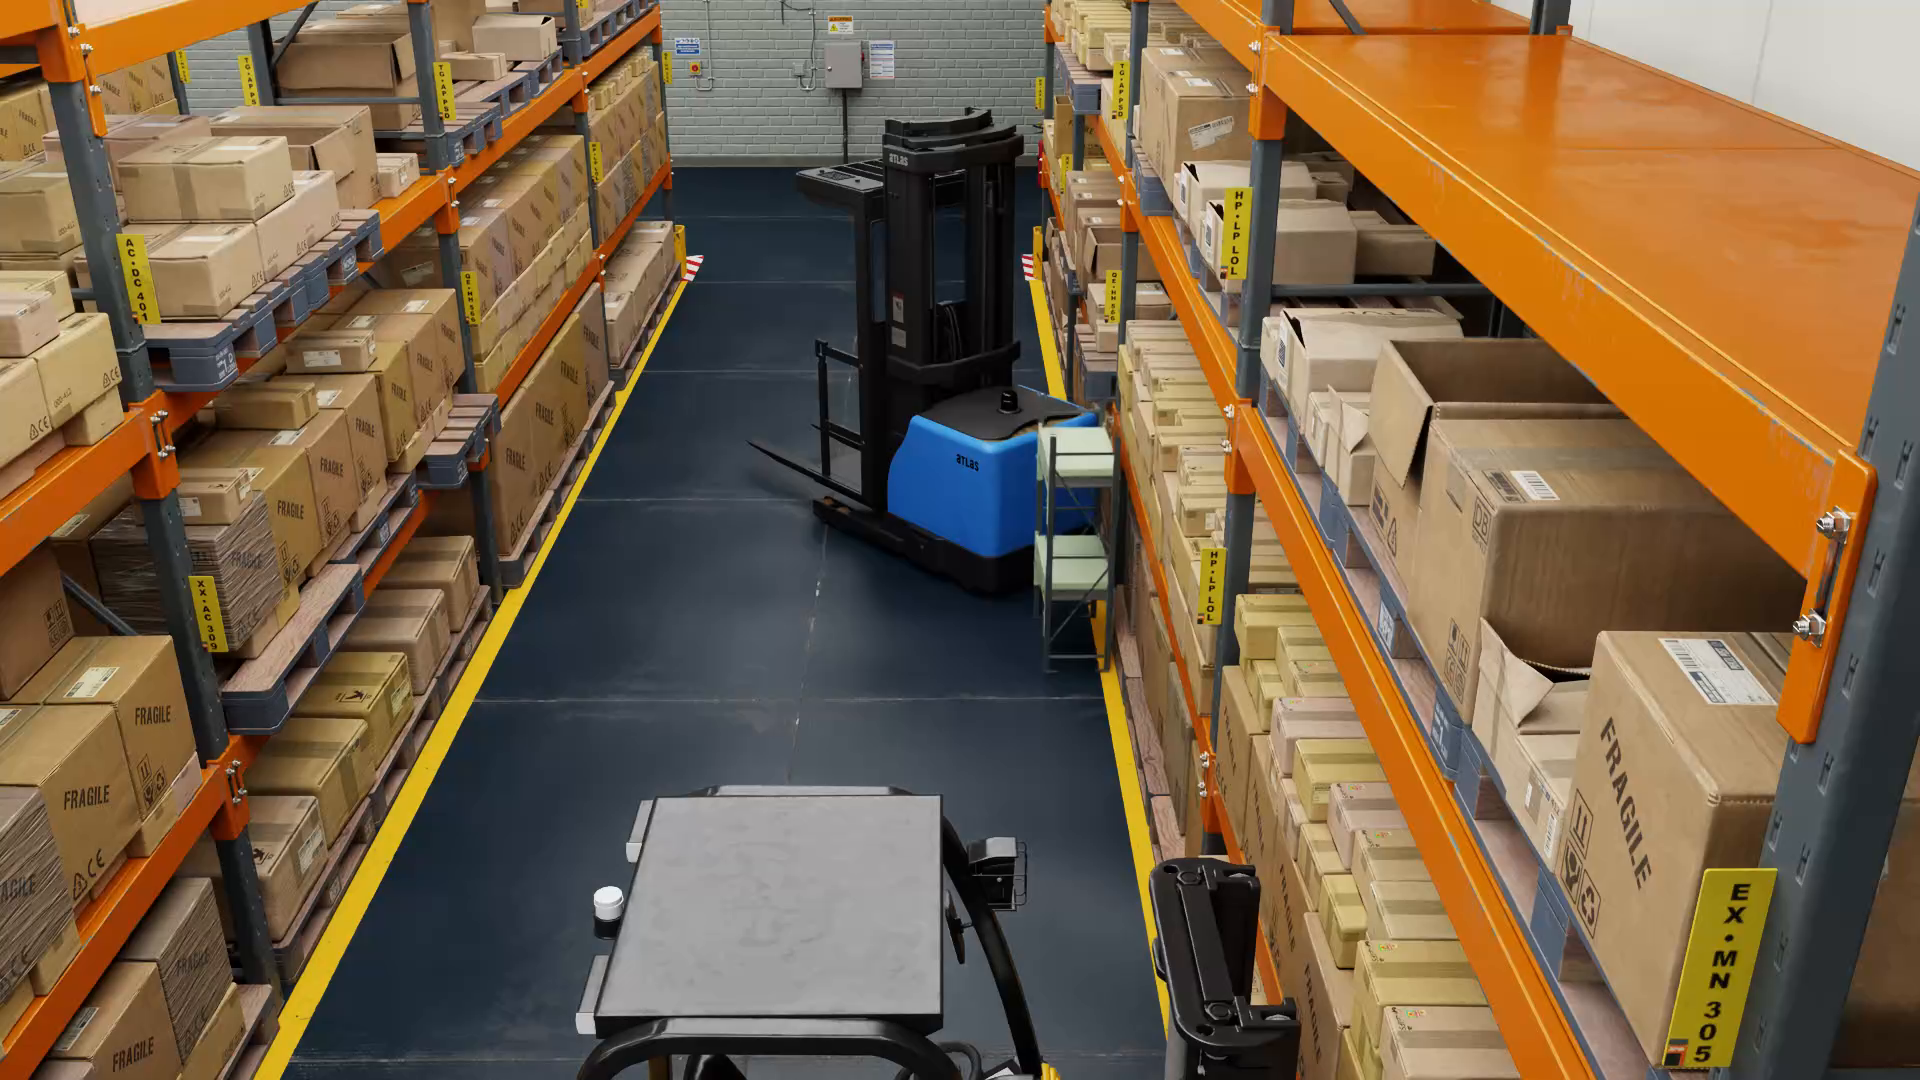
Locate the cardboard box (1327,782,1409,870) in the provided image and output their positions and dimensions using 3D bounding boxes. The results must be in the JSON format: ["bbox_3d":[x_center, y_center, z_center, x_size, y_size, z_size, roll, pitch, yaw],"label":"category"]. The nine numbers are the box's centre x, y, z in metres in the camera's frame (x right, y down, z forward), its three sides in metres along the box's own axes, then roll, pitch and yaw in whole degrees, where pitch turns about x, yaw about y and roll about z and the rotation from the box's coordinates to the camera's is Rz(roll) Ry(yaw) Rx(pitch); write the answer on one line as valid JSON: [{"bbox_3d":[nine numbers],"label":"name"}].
[{"bbox_3d":[1.315,0.851,4.960,0.380,0.149,0.250,0,24,-1],"label":"cardboard box"}]

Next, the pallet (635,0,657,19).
[{"bbox_3d":[-3.561,-5.278,16.246,1.003,0.211,1.213,0,24,-1],"label":"pallet"}]

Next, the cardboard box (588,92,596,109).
[{"bbox_3d":[-3.344,-3.747,14.273,0.380,0.149,0.250,-1,24,-1],"label":"cardboard box"}]

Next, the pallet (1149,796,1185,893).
[{"bbox_3d":[1.468,1.631,7.887,1.003,0.211,1.213,0,24,-1],"label":"pallet"}]

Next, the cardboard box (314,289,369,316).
[{"bbox_3d":[-3.719,-1.146,9.653,0.500,0.500,0.500,-1,24,-2],"label":"cardboard box"}]

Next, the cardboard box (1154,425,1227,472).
[{"bbox_3d":[1.165,-0.452,8.201,0.380,0.149,0.250,-1,24,-2],"label":"cardboard box"}]

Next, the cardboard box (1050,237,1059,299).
[{"bbox_3d":[1.266,-2.728,16.666,0.700,0.500,0.500,1,24,2],"label":"cardboard box"}]

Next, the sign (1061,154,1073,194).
[{"bbox_3d":[0.885,-3.021,13.740,0.100,0.325,0.005,0,24,-1],"label":"sign"}]

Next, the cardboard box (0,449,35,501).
[{"bbox_3d":[-3.199,-0.226,5.274,0.380,0.149,0.250,0,24,0],"label":"cardboard box"}]

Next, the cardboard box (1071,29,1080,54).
[{"bbox_3d":[1.019,-3.681,12.283,0.380,0.149,0.250,0,24,0],"label":"cardboard box"}]

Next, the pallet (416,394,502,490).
[{"bbox_3d":[-3.378,-0.580,9.625,1.213,0.211,1.003,0,24,-1],"label":"pallet"}]

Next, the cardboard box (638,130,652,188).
[{"bbox_3d":[-3.304,-3.686,16.139,0.500,0.500,0.500,0,24,1],"label":"cardboard box"}]

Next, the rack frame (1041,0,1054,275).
[{"bbox_3d":[1.384,-4.281,17.575,1.000,3.000,0.127,0,24,-1],"label":"rack frame"}]

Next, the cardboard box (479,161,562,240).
[{"bbox_3d":[-3.281,-2.505,12.313,0.500,0.500,0.500,0,24,1],"label":"cardboard box"}]

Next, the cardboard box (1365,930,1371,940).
[{"bbox_3d":[1.323,1.198,4.553,0.380,0.149,0.250,0,24,-1],"label":"cardboard box"}]

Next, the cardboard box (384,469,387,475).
[{"bbox_3d":[-3.242,-0.368,8.719,0.380,0.149,0.250,0,24,0],"label":"cardboard box"}]

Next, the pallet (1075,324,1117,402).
[{"bbox_3d":[1.393,-1.176,10.942,1.213,0.211,1.003,0,24,-1],"label":"pallet"}]

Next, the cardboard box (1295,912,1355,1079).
[{"bbox_3d":[1.272,1.433,4.820,0.500,0.500,0.500,0,24,0],"label":"cardboard box"}]

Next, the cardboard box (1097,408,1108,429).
[{"bbox_3d":[1.248,-0.632,12.031,0.500,0.500,0.500,1,24,2],"label":"cardboard box"}]

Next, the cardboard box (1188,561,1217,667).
[{"bbox_3d":[1.254,0.303,7.014,0.500,0.250,0.500,-1,24,-2],"label":"cardboard box"}]

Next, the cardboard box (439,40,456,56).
[{"bbox_3d":[-3.872,-3.537,12.065,0.380,0.166,0.250,-2,24,-4],"label":"cardboard box"}]

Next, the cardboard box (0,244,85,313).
[{"bbox_3d":[-3.600,-1.042,6.446,0.500,0.250,0.500,-1,24,-2],"label":"cardboard box"}]

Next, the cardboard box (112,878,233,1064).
[{"bbox_3d":[-3.174,1.650,6.378,0.500,0.500,0.500,-1,24,-1],"label":"cardboard box"}]

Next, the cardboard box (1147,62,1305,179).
[{"bbox_3d":[1.341,-2.126,8.419,0.700,0.500,0.500,-1,24,-2],"label":"cardboard box"}]

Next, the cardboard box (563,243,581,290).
[{"bbox_3d":[-3.275,-2.147,13.038,0.500,0.250,0.500,-1,24,-1],"label":"cardboard box"}]

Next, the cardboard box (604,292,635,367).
[{"bbox_3d":[-3.436,-1.892,14.892,0.875,0.438,0.875,-1,24,-1],"label":"cardboard box"}]

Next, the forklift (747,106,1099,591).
[{"bbox_3d":[-0.411,-1.529,11.574,1.130,2.935,3.031,-20,31,-37],"label":"forklift"}]

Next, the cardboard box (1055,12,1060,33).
[{"bbox_3d":[1.074,-4.768,15.318,0.380,0.149,0.250,0,24,0],"label":"cardboard box"}]

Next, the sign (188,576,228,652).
[{"bbox_3d":[-2.906,0.288,6.423,0.100,0.325,0.005,0,24,-1],"label":"sign"}]

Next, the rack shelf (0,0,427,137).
[{"bbox_3d":[-3.471,-2.360,7.406,1.077,0.370,4.000,0,24,-1],"label":"rack shelf"}]

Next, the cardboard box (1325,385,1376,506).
[{"bbox_3d":[1.227,-0.265,4.589,0.396,0.266,0.258,-1,24,-2],"label":"cardboard box"}]

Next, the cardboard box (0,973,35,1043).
[{"bbox_3d":[-3.153,1.458,5.192,0.380,0.149,0.250,-1,24,-1],"label":"cardboard box"}]

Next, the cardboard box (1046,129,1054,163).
[{"bbox_3d":[1.125,-3.952,16.669,0.500,0.250,0.500,0,24,0],"label":"cardboard box"}]

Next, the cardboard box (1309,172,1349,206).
[{"bbox_3d":[1.570,-1.604,7.670,0.380,0.166,0.250,0,24,-1],"label":"cardboard box"}]

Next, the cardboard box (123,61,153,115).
[{"bbox_3d":[-8.269,-4.433,16.217,0.500,0.500,0.500,-1,24,-2],"label":"cardboard box"}]

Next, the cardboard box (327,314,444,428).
[{"bbox_3d":[-3.193,-0.934,9.183,0.500,0.500,0.500,-1,24,-1],"label":"cardboard box"}]

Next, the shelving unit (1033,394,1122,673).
[{"bbox_3d":[0.690,-0.042,10.008,0.431,1.500,0.755,0,24,-2],"label":"shelving unit"}]

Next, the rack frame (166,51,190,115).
[{"bbox_3d":[-8.528,-4.193,17.381,1.000,3.000,0.127,0,24,-1],"label":"rack frame"}]

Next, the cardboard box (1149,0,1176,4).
[{"bbox_3d":[1.535,-4.211,12.592,0.396,0.266,0.258,0,24,-1],"label":"cardboard box"}]

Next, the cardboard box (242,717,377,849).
[{"bbox_3d":[-3.468,1.182,8.177,0.950,0.372,0.625,1,24,3],"label":"cardboard box"}]

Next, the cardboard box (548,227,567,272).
[{"bbox_3d":[-3.264,-2.168,12.479,0.500,0.250,0.500,0,24,1],"label":"cardboard box"}]

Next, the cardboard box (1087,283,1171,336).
[{"bbox_3d":[1.136,-1.540,11.188,0.500,0.250,0.500,-1,24,-3],"label":"cardboard box"}]

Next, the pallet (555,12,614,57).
[{"bbox_3d":[-3.534,-4.272,14.023,1.003,0.211,1.213,0,24,-1],"label":"pallet"}]

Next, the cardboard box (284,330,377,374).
[{"bbox_3d":[-3.192,-0.955,8.443,0.380,0.149,0.250,-1,24,-3],"label":"cardboard box"}]

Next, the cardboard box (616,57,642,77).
[{"bbox_3d":[-3.300,-4.592,16.141,0.380,0.149,0.250,0,24,1],"label":"cardboard box"}]

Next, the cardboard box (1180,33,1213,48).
[{"bbox_3d":[1.669,-3.274,11.047,0.380,0.149,0.250,0,24,-1],"label":"cardboard box"}]

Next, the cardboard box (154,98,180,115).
[{"bbox_3d":[-8.266,-4.190,16.892,0.500,0.500,0.500,0,24,1],"label":"cardboard box"}]

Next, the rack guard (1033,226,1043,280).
[{"bbox_3d":[1.384,-3.110,18.021,1.175,0.500,0.348,0,24,-1],"label":"rack guard"}]

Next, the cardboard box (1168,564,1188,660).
[{"bbox_3d":[1.236,0.319,7.587,0.500,0.250,0.500,0,24,-1],"label":"cardboard box"}]

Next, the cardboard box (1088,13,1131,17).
[{"bbox_3d":[1.117,-3.707,11.979,0.380,0.149,0.250,0,24,0],"label":"cardboard box"}]

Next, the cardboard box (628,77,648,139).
[{"bbox_3d":[-3.299,-4.141,15.932,0.500,0.500,0.500,0,24,-1],"label":"cardboard box"}]

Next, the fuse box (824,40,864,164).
[{"bbox_3d":[-1.562,-5.943,22.813,0.539,1.711,0.414,0,24,-1],"label":"fuse box"}]

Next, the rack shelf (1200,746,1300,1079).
[{"bbox_3d":[1.536,1.816,4.968,1.077,0.370,4.000,0,24,-1],"label":"rack shelf"}]

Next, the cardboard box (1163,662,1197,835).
[{"bbox_3d":[1.497,1.020,8.227,0.875,0.625,0.625,0,24,-1],"label":"cardboard box"}]
